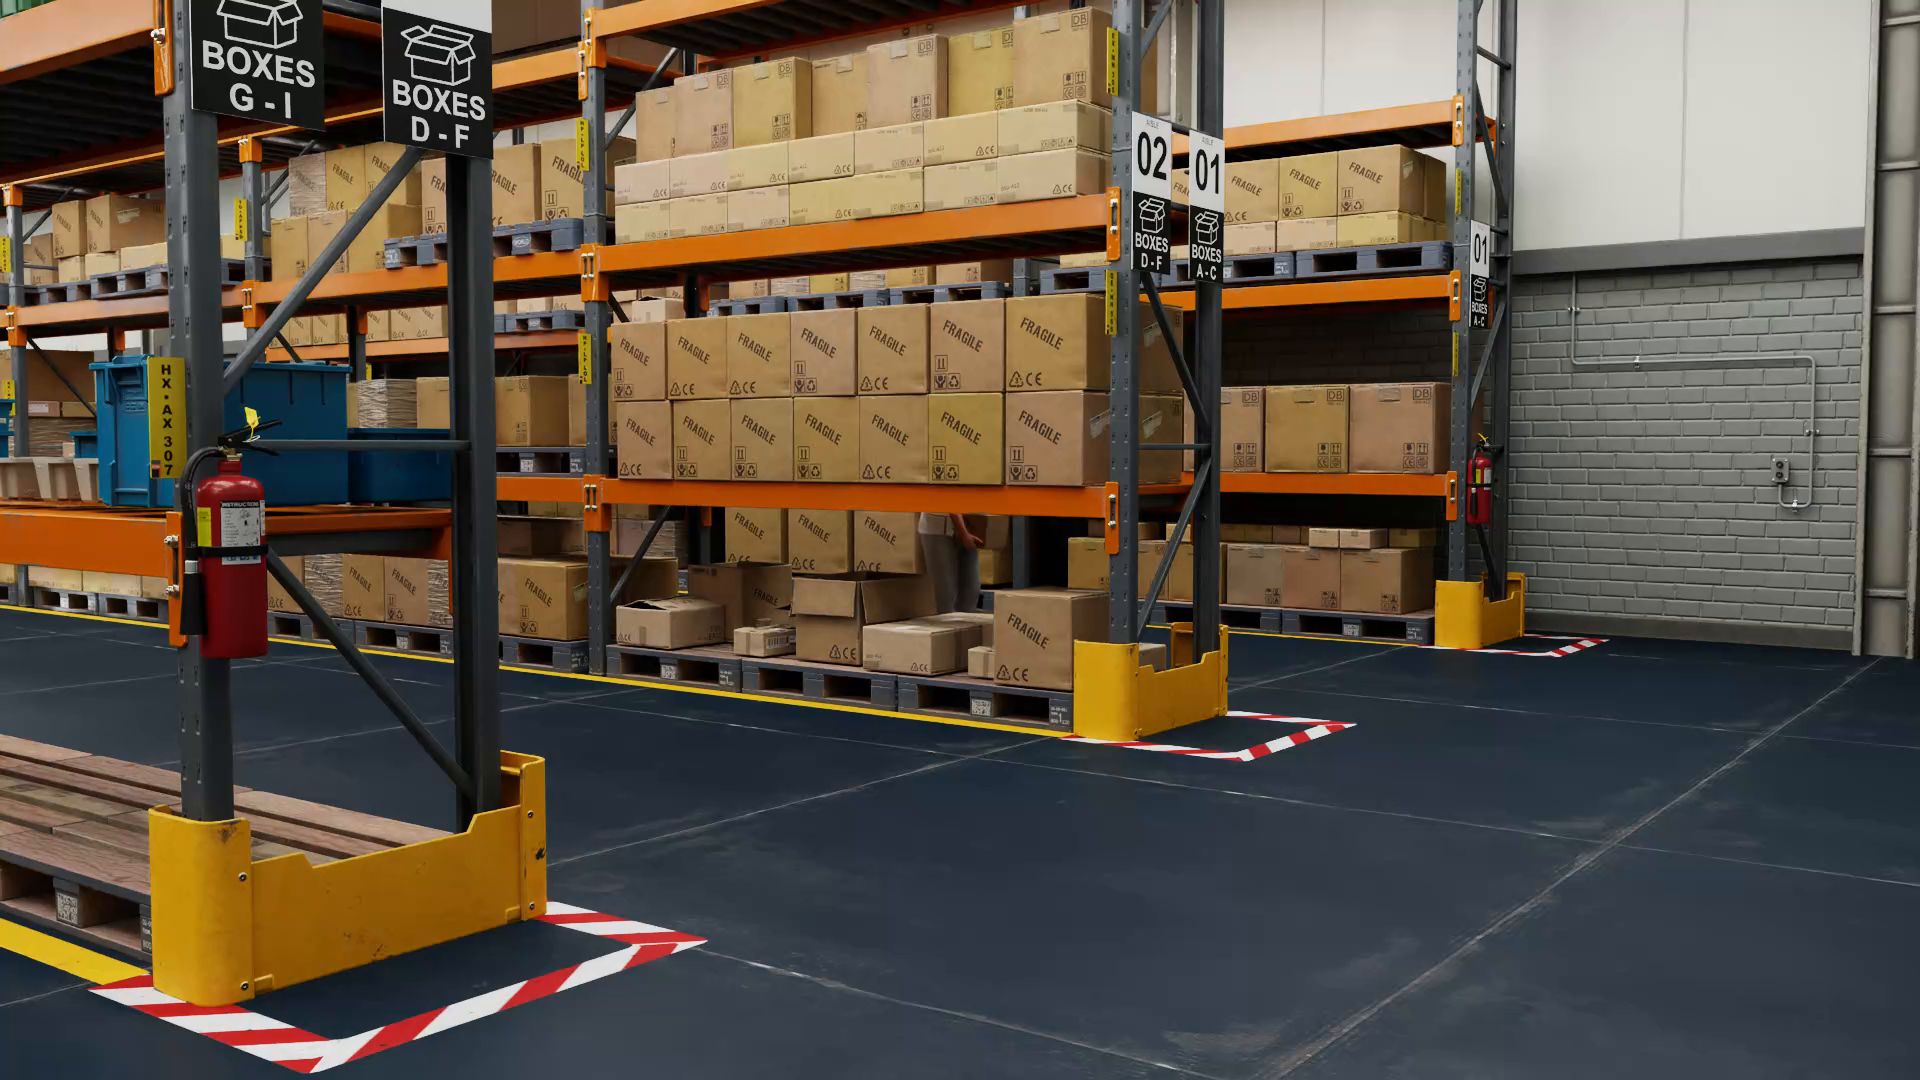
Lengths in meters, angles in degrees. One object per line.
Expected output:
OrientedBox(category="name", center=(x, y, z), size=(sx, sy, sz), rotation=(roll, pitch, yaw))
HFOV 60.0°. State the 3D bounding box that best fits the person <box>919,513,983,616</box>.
OrientedBox(category="person", center=(0.016, -0.018, 11.660), size=(0.583, 1.761, 0.488), rotation=(2, 4, 38))
